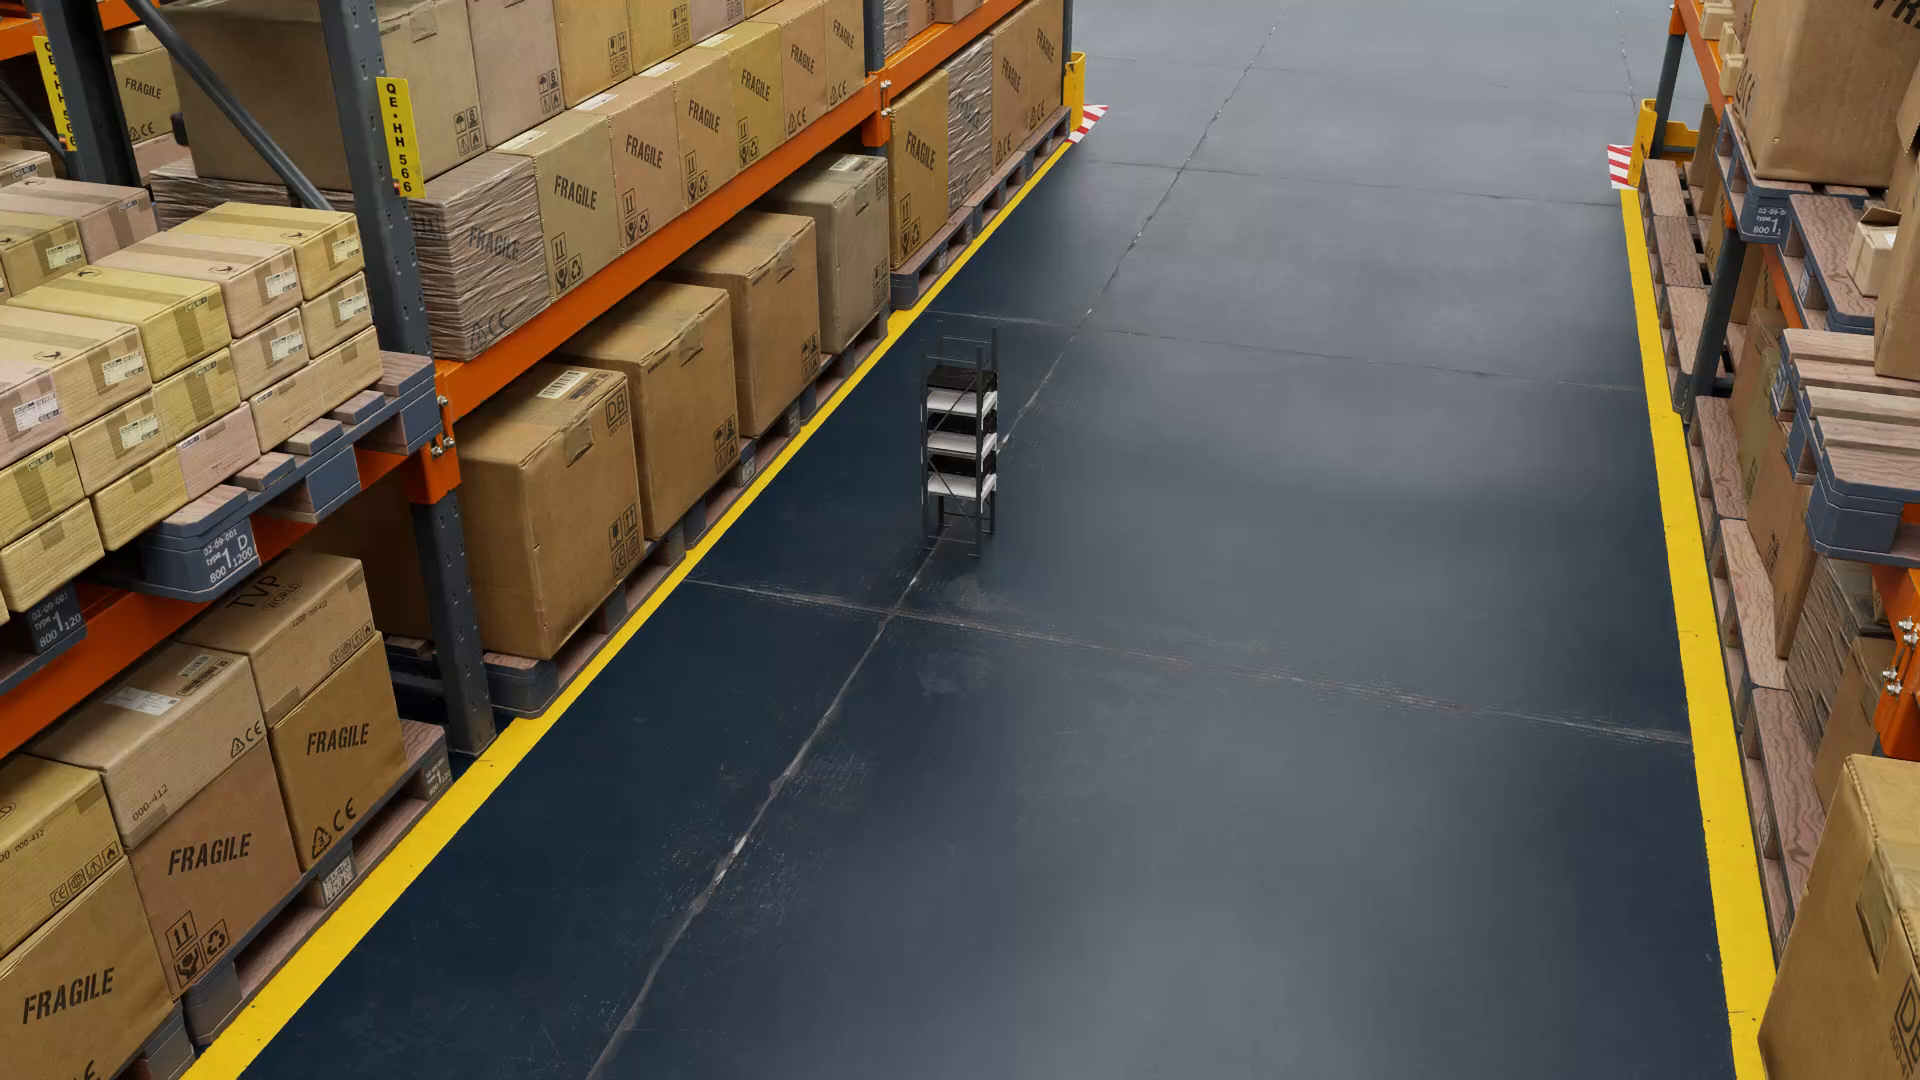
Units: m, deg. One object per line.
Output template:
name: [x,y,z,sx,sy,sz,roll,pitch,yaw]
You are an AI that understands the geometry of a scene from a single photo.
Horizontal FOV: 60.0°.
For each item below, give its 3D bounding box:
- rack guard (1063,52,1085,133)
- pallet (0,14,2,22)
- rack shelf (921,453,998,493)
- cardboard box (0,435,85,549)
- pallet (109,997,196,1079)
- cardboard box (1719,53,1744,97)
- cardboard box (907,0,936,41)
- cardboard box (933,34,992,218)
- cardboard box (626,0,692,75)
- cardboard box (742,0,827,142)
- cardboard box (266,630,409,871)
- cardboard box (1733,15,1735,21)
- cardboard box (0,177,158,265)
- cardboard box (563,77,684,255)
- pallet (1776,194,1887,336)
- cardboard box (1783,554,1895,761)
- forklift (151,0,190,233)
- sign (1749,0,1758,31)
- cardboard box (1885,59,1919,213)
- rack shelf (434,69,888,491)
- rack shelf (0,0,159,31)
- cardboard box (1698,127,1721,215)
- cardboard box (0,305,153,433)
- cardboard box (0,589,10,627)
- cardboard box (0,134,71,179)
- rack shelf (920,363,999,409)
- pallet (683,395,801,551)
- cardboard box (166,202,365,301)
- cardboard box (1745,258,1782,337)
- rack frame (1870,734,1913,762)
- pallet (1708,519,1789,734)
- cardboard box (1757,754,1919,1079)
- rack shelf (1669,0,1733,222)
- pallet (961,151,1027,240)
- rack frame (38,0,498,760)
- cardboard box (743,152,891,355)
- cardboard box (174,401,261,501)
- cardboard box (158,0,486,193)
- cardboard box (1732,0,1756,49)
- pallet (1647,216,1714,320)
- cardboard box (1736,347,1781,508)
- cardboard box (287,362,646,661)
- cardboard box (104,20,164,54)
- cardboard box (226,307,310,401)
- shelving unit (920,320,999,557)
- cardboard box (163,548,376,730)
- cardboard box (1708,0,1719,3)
rack guard: [0.314,-3.327,12.217,1.175,0.500,0.348,8,30,15]
pallet: [-5.992,-2.791,8.879,1.003,0.211,1.213,8,30,15]
rack shelf: [-0.002,-0.282,6.584,0.258,0.077,0.200,8,30,15]
cardboard box: [-2.051,-0.122,3.403,0.380,0.149,0.250,8,30,15]
pallet: [-2.632,1.456,3.916,1.003,0.211,1.213,8,30,15]
cardboard box: [3.807,-2.182,7.845,0.380,0.149,0.250,8,30,15]
cardboard box: [-0.630,-3.047,8.988,0.875,0.550,0.550,8,30,15]
cardboard box: [-0.354,-2.507,9.924,0.875,0.875,0.875,9,30,15]
cardboard box: [-1.454,-2.090,6.291,0.700,0.500,0.500,8,30,14]
cardboard box: [-0.913,-2.078,7.297,0.500,0.500,0.500,8,30,14]
cardboard box: [-1.984,0.561,4.795,0.500,0.500,0.500,8,30,15]
cardboard box: [4.228,-2.627,8.646,0.380,0.149,0.250,8,30,15]
cardboard box: [-2.363,-0.835,4.381,0.380,0.149,0.250,9,30,15]
cardboard box: [-1.356,-1.376,6.035,0.500,0.500,0.500,8,30,15]
pallet: [3.213,-0.778,5.261,1.003,0.211,1.213,8,30,15]
cardboard box: [2.999,0.390,5.082,0.700,0.500,0.500,6,30,11]
forklift: [-2.740,-2.154,7.607,1.130,2.935,3.031,9,30,15]
sign: [3.324,-2.247,6.814,0.100,0.325,0.005,8,30,15]
cardboard box: [3.424,-1.205,5.292,0.797,0.503,0.637,12,31,20]
rack shelf: [-1.454,-1.306,6.752,1.077,0.370,4.000,8,30,15]
rack shelf: [-5.042,-3.824,11.279,1.077,0.370,4.000,8,30,15]
cardboard box: [4.677,-2.175,9.713,0.500,0.500,0.500,17,33,28]
cardboard box: [-1.974,-0.369,3.542,0.380,0.149,0.250,9,30,16]
cardboard box: [-2.128,0.126,3.265,0.380,0.149,0.250,9,30,16]
cardboard box: [-5.712,-2.504,10.562,0.500,0.250,0.500,10,31,17]
rack shelf: [-0.002,-0.596,6.409,0.258,0.077,0.200,8,30,15]
pallet: [-1.378,-0.393,7.239,1.003,0.211,1.213,8,30,15]
cardboard box: [-1.747,-0.731,4.194,0.380,0.149,0.250,7,30,13]
cardboard box: [4.001,-1.066,7.721,0.500,0.500,0.500,8,30,13]
rack frame: [2.671,0.064,3.550,1.000,3.000,0.127,8,30,15]
pallet: [3.262,0.354,5.896,1.003,0.211,1.213,8,30,15]
cardboard box: [2.448,1.127,3.393,1.225,0.875,0.875,7,30,13]
rack shelf: [4.432,-2.410,8.737,1.077,0.370,4.000,8,30,15]
pallet: [-0.213,-2.242,10.564,1.003,0.211,1.213,8,30,15]
rack frame: [-2.041,-0.691,4.906,1.000,3.000,0.127,8,30,15]
cardboard box: [-0.963,-1.449,8.151,1.050,0.750,0.750,8,30,15]
cardboard box: [-1.896,-0.235,3.913,0.380,0.149,0.250,9,30,16]
cardboard box: [-1.900,-1.379,5.012,0.700,0.500,0.500,8,30,15]
cardboard box: [4.267,-2.643,8.007,0.875,0.500,0.500,8,30,15]
pallet: [4.365,-1.462,9.162,1.003,0.211,1.213,8,30,15]
cardboard box: [3.486,-0.394,6.491,0.700,0.500,0.500,8,30,15]
cardboard box: [-1.776,-0.161,5.837,1.050,0.750,0.750,8,30,14]
cardboard box: [-5.103,-3.087,10.172,0.380,0.149,0.250,9,30,16]
cardboard box: [-1.827,-0.476,4.040,0.380,0.149,0.250,10,31,17]
shelving unit: [-0.002,-0.389,6.524,0.258,0.900,0.210,8,30,15]
cardboard box: [-1.991,0.245,4.591,0.500,0.250,0.500,8,30,14]
cardboard box: [4.394,-2.984,9.287,0.380,0.149,0.250,8,30,15]
